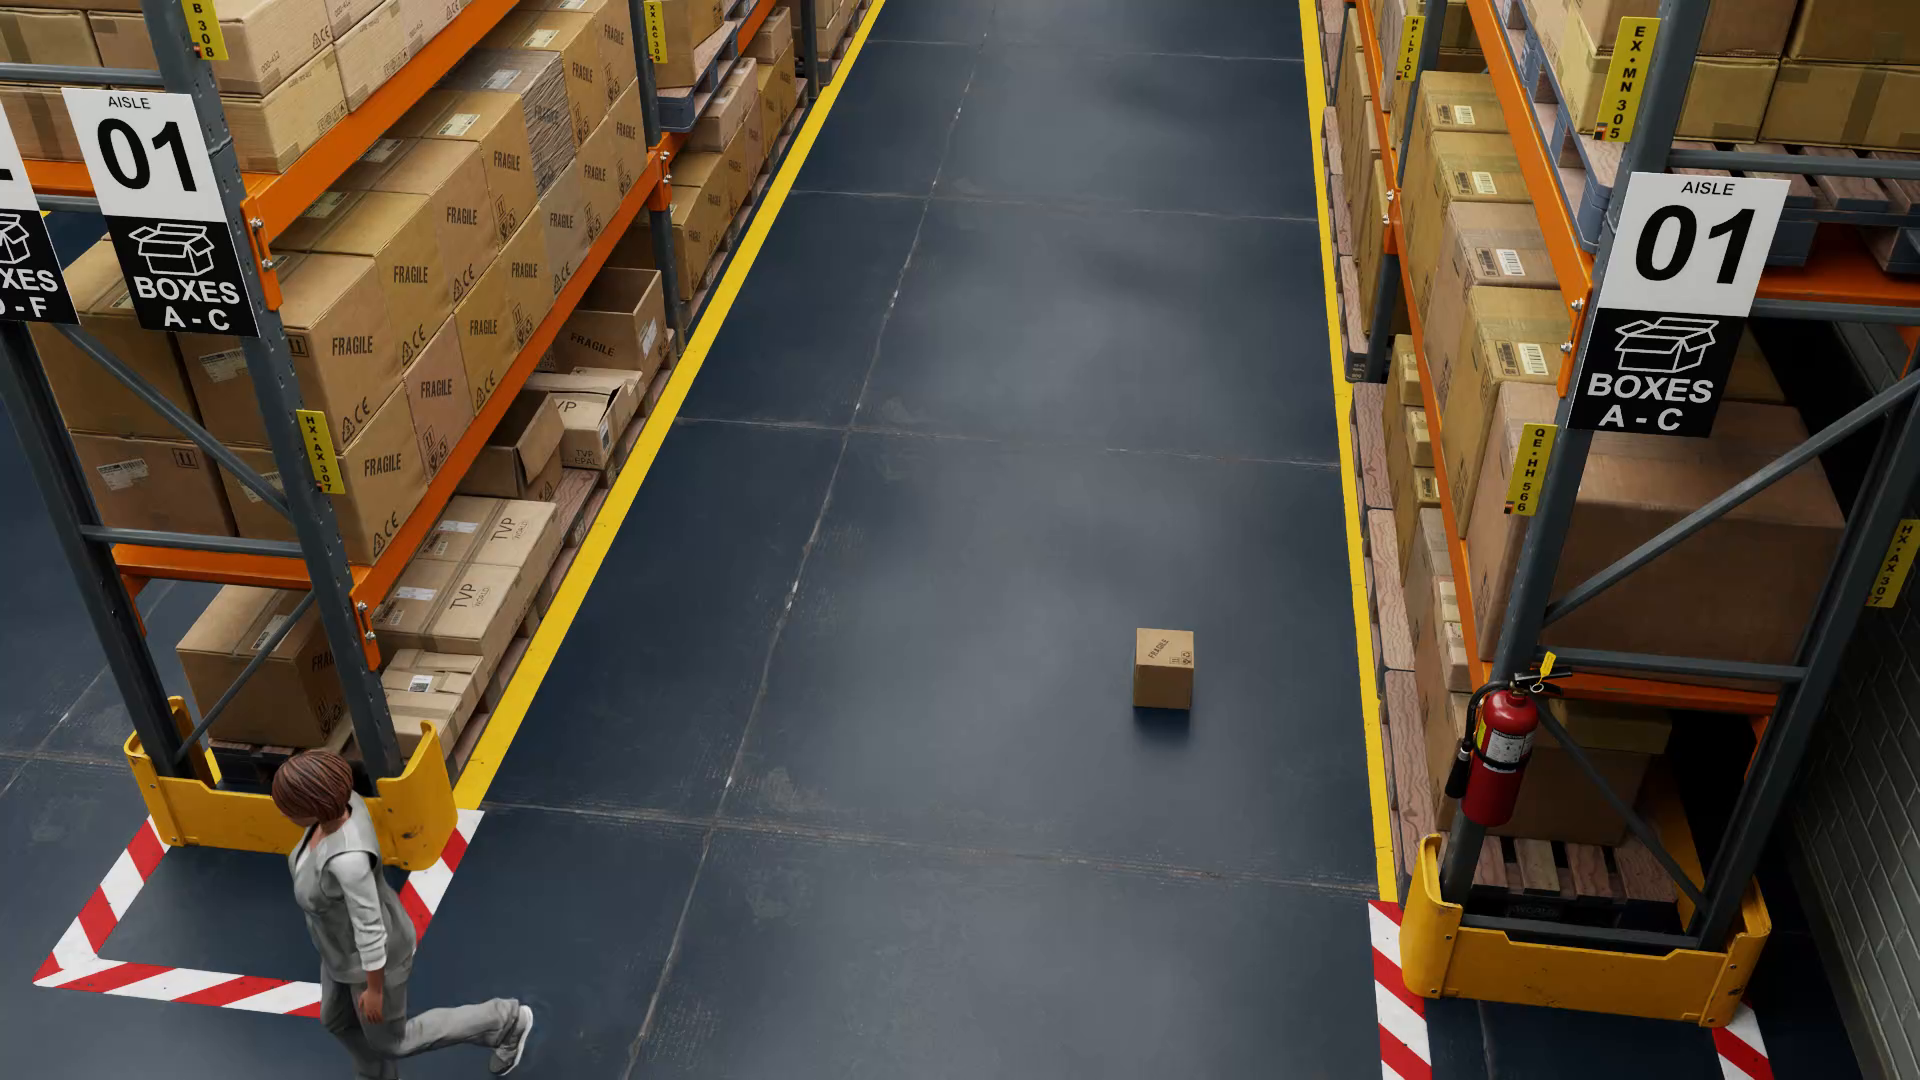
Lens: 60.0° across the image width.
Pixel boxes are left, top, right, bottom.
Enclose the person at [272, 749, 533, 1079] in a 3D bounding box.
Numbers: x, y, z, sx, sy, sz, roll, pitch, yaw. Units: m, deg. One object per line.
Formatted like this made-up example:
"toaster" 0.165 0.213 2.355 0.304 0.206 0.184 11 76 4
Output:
"person" -1.834 1.279 5.310 0.746 1.559 0.453 -18 40 -23
